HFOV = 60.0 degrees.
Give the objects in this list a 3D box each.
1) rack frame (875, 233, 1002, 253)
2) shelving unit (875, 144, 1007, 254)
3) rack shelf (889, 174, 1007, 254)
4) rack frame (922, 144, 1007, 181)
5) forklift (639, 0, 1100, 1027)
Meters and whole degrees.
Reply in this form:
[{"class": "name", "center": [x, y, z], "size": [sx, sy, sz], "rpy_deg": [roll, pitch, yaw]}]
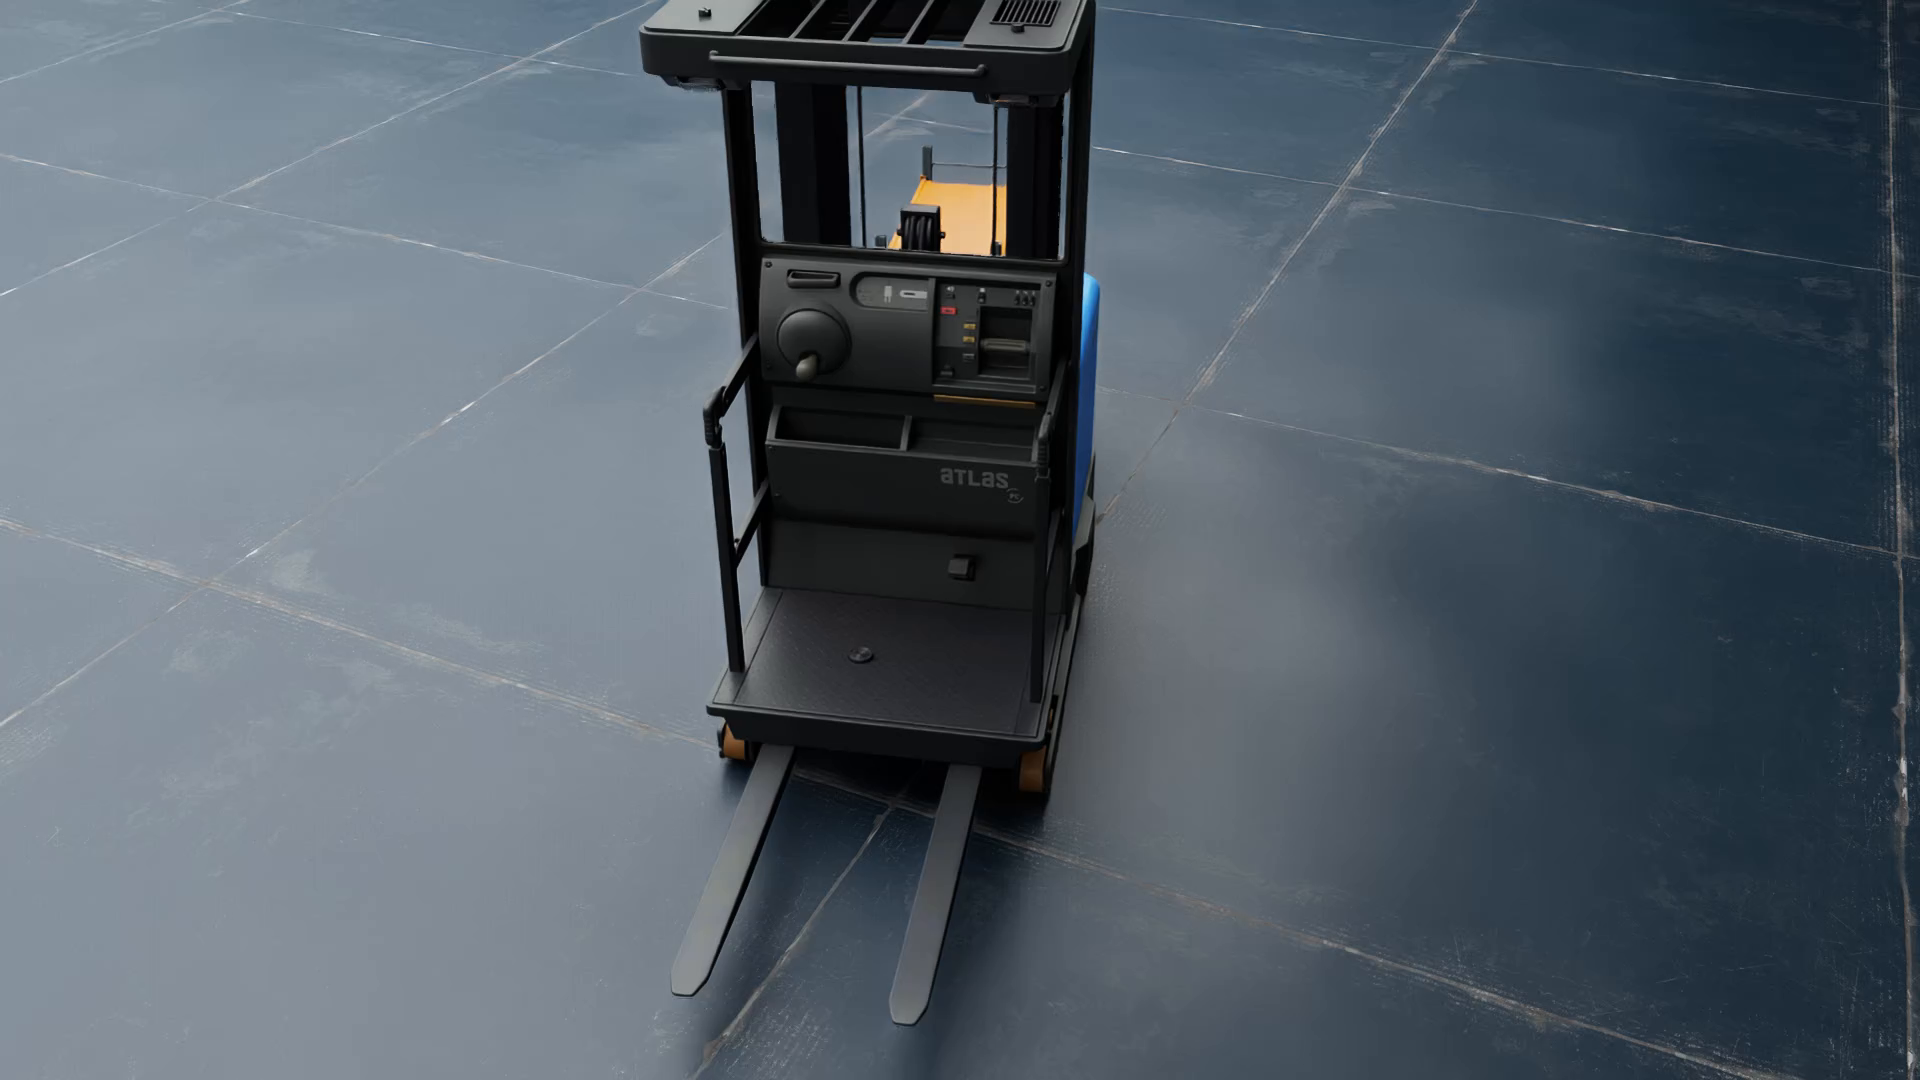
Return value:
[{"class": "rack frame", "center": [-0.085, -0.706, 6.802], "size": [0.500, 1.125, 0.032], "rpy_deg": [5, 34, 8]}, {"class": "shelving unit", "center": [-0.002, -0.981, 7.221], "size": [0.538, 1.125, 1.048], "rpy_deg": [5, 34, 8]}, {"class": "rack shelf", "center": [-0.002, -1.226, 7.060], "size": [0.538, 0.278, 1.000], "rpy_deg": [5, 34, 8]}, {"class": "rack frame", "center": [0.081, -1.256, 7.640], "size": [0.500, 1.125, 0.032], "rpy_deg": [5, 34, 8]}, {"class": "forklift", "center": [-0.201, -0.606, 5.002], "size": [1.130, 2.935, 3.031], "rpy_deg": [5, 34, 8]}]
